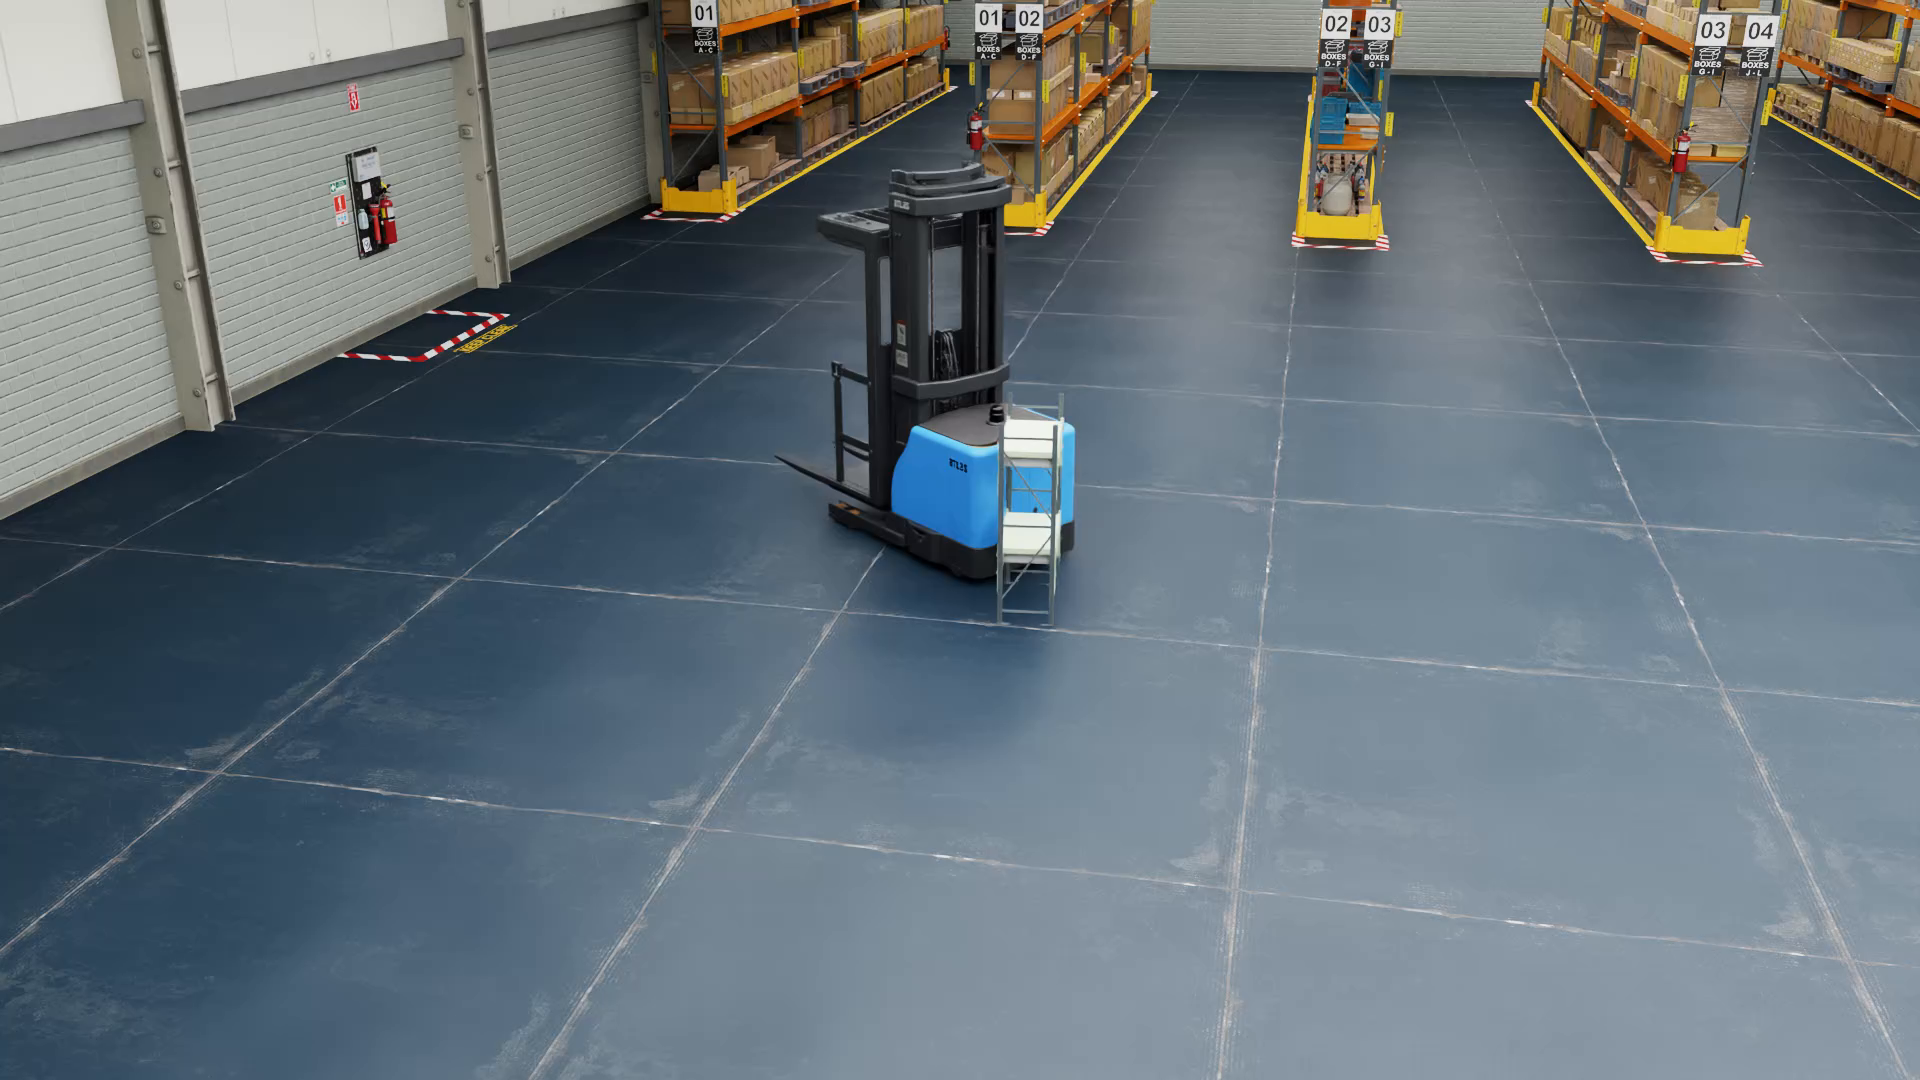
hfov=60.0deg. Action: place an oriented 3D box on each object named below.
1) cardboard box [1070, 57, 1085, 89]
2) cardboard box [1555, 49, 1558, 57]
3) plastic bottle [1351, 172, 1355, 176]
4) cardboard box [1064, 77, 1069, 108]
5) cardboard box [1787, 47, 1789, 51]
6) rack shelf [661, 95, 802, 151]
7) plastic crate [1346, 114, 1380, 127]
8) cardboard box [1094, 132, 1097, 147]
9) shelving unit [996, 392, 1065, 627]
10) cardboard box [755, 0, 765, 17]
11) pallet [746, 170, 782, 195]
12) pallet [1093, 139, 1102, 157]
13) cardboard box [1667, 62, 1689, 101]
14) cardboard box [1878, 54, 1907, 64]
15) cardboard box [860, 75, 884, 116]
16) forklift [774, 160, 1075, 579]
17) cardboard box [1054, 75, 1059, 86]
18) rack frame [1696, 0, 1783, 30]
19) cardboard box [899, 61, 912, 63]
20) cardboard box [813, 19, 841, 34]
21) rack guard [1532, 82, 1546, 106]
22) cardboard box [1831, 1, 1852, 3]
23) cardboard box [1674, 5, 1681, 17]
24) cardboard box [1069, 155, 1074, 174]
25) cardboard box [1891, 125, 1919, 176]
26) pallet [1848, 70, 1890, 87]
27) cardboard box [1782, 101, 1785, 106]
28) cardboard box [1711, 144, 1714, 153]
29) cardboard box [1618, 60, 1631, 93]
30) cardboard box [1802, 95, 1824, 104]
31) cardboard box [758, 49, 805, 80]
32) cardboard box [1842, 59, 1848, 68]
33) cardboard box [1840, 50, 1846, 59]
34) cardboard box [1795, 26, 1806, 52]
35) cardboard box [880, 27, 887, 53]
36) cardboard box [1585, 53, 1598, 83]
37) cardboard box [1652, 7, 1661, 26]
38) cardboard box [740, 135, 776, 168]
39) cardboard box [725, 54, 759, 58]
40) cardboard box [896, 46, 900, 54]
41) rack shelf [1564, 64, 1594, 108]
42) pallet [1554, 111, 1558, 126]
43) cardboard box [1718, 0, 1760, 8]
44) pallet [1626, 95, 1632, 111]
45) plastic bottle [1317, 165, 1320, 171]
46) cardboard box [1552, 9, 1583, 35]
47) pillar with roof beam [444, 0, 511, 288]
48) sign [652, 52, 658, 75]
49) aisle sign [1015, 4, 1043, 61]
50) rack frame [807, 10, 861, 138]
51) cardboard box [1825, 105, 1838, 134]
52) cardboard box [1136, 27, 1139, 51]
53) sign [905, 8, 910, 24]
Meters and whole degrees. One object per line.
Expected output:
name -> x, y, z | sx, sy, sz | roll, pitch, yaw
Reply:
cardboard box -> 2.024, -8.564, 30.469 | 0.500, 0.500, 0.500 | 3, 22, 8
cardboard box -> 12.867, -10.329, 35.321 | 0.380, 0.149, 0.250 | 4, 22, 10
plastic bottle -> 6.322, -5.787, 26.755 | 0.061, 0.283, 0.133 | 4, 22, 11
cardboard box -> 1.450, -7.553, 27.959 | 0.700, 0.500, 0.500 | 4, 22, 10
cardboard box -> 18.116, -10.580, 35.946 | 0.380, 0.149, 0.250 | 5, 23, 13
rack shelf -> -3.724, -6.981, 27.634 | 1.077, 0.370, 4.000 | 4, 22, 11
plastic crate -> 6.299, -6.555, 25.968 | 0.530, 0.136, 0.437 | 4, 22, 11
cardboard box -> 2.274, -7.468, 31.001 | 0.500, 0.250, 0.500 | 5, 22, 12
shelving unit -> 0.505, -0.226, 11.907 | 0.431, 1.500, 0.755 | 2, 22, 6
cardboard box -> -3.485, -8.715, 26.801 | 0.500, 0.500, 0.500 | 6, 23, 14
pallet -> -3.666, -6.057, 28.109 | 1.003, 0.211, 1.213 | 4, 22, 11
pallet -> 2.144, -7.541, 31.795 | 1.003, 0.211, 1.213 | 4, 22, 11
cardboard box -> 10.382, -6.502, 23.612 | 0.500, 0.500, 0.500 | 4, 22, 11
cardboard box -> 16.533, -8.529, 29.494 | 0.380, 0.149, 0.250 | 4, 22, 9
cardboard box -> -2.037, -9.285, 34.709 | 0.750, 0.750, 0.750 | 4, 22, 11
forklift -> -0.427, -1.549, 13.276 | 1.130, 2.935, 3.031 | -17, 27, -36
cardboard box -> 1.376, -7.340, 26.560 | 0.380, 0.149, 0.250 | 5, 23, 13
rack frame -> 10.415, -8.233, 21.750 | 1.000, 3.000, 0.127 | 4, 22, 11
cardboard box -> -1.340, -11.104, 38.826 | 0.380, 0.149, 0.250 | 5, 22, 11
cardboard box -> -2.661, -10.236, 33.191 | 0.500, 0.250, 0.500 | 5, 22, 12
rack guard -> 13.685, -10.151, 37.889 | 1.175, 0.500, 0.348 | 4, 22, 11
cardboard box -> 18.464, -10.972, 34.712 | 0.500, 0.500, 0.500 | 6, 23, 14
cardboard box -> 10.439, -7.558, 23.756 | 0.380, 0.149, 0.250 | 3, 22, 8
cardboard box -> 1.653, -6.403, 28.355 | 0.500, 0.250, 0.500 | 4, 22, 11
cardboard box -> 16.495, -6.576, 28.117 | 1.050, 0.750, 0.750 | 5, 22, 12
pallet -> 17.246, -8.599, 30.946 | 1.003, 0.211, 1.213 | 4, 22, 11
cardboard box -> 18.121, -9.490, 36.156 | 0.380, 0.149, 0.250 | 4, 22, 11
cardboard box -> 10.776, -5.510, 23.355 | 0.380, 0.149, 0.250 | 4, 22, 11
cardboard box -> 11.494, -7.797, 27.997 | 0.797, 0.503, 0.637 | 7, 23, 16
cardboard box -> 17.667, -9.105, 34.404 | 0.380, 0.149, 0.250 | 3, 22, 8
cardboard box -> -3.179, -8.480, 29.671 | 0.700, 0.500, 0.500 | 5, 22, 11
cardboard box -> 16.958, -9.015, 31.497 | 0.380, 0.149, 0.250 | 3, 22, 9
cardboard box -> 17.012, -9.247, 31.673 | 0.380, 0.149, 0.250 | 4, 22, 9
cardboard box -> 17.956, -10.552, 35.007 | 0.500, 0.500, 0.500 | 5, 22, 12
cardboard box -> -1.834, -10.424, 34.662 | 0.500, 0.500, 0.500 | 5, 22, 12
cardboard box -> 12.013, -8.804, 31.064 | 0.500, 0.500, 0.500 | 4, 22, 10
cardboard box -> 10.785, -7.896, 25.130 | 0.500, 0.250, 0.500 | 4, 22, 10
cardboard box -> -3.489, -6.708, 28.751 | 0.500, 0.500, 0.500 | 3, 22, 7
cardboard box -> -3.726, -7.989, 28.344 | 0.500, 0.500, 0.500 | 4, 22, 11
cardboard box -> -1.504, -10.625, 36.030 | 0.380, 0.149, 0.250 | 5, 22, 12
rack shelf -> 12.455, -8.774, 32.086 | 1.077, 0.370, 4.000 | 4, 22, 11
pallet -> 13.095, -8.818, 34.965 | 1.003, 0.211, 1.213 | 4, 22, 11
cardboard box -> 10.982, -7.780, 23.440 | 0.500, 0.500, 0.500 | 4, 22, 11
pallet -> 11.529, -7.093, 27.206 | 1.003, 0.211, 1.213 | 4, 22, 11
plastic bottle -> 5.811, -6.002, 27.199 | 0.144, 0.351, 0.185 | 5, 22, 12
cardboard box -> 13.116, -11.190, 35.922 | 0.500, 0.500, 0.500 | 4, 22, 9
pillar with roof beam -> -1.846, -7.165, 19.099 | 9.100, 9.000, 0.400 | 4, 22, 11
sign -> -4.672, -7.316, 25.532 | 0.100, 0.325, 0.005 | 4, 22, 11
aisle sign -> 1.004, -7.365, 24.146 | 0.394, 0.787, 0.004 | 4, 22, 11
rack frame -> -2.500, -9.509, 32.949 | 1.000, 3.000, 0.127 | 4, 22, 11
cardboard box -> 17.288, -8.209, 32.505 | 0.500, 0.500, 0.500 | 5, 23, 13
cardboard box -> 3.638, -10.995, 36.505 | 0.500, 0.500, 0.500 | 5, 22, 12
sign -> -1.151, -11.434, 36.285 | 0.100, 0.325, 0.005 | 4, 22, 11
